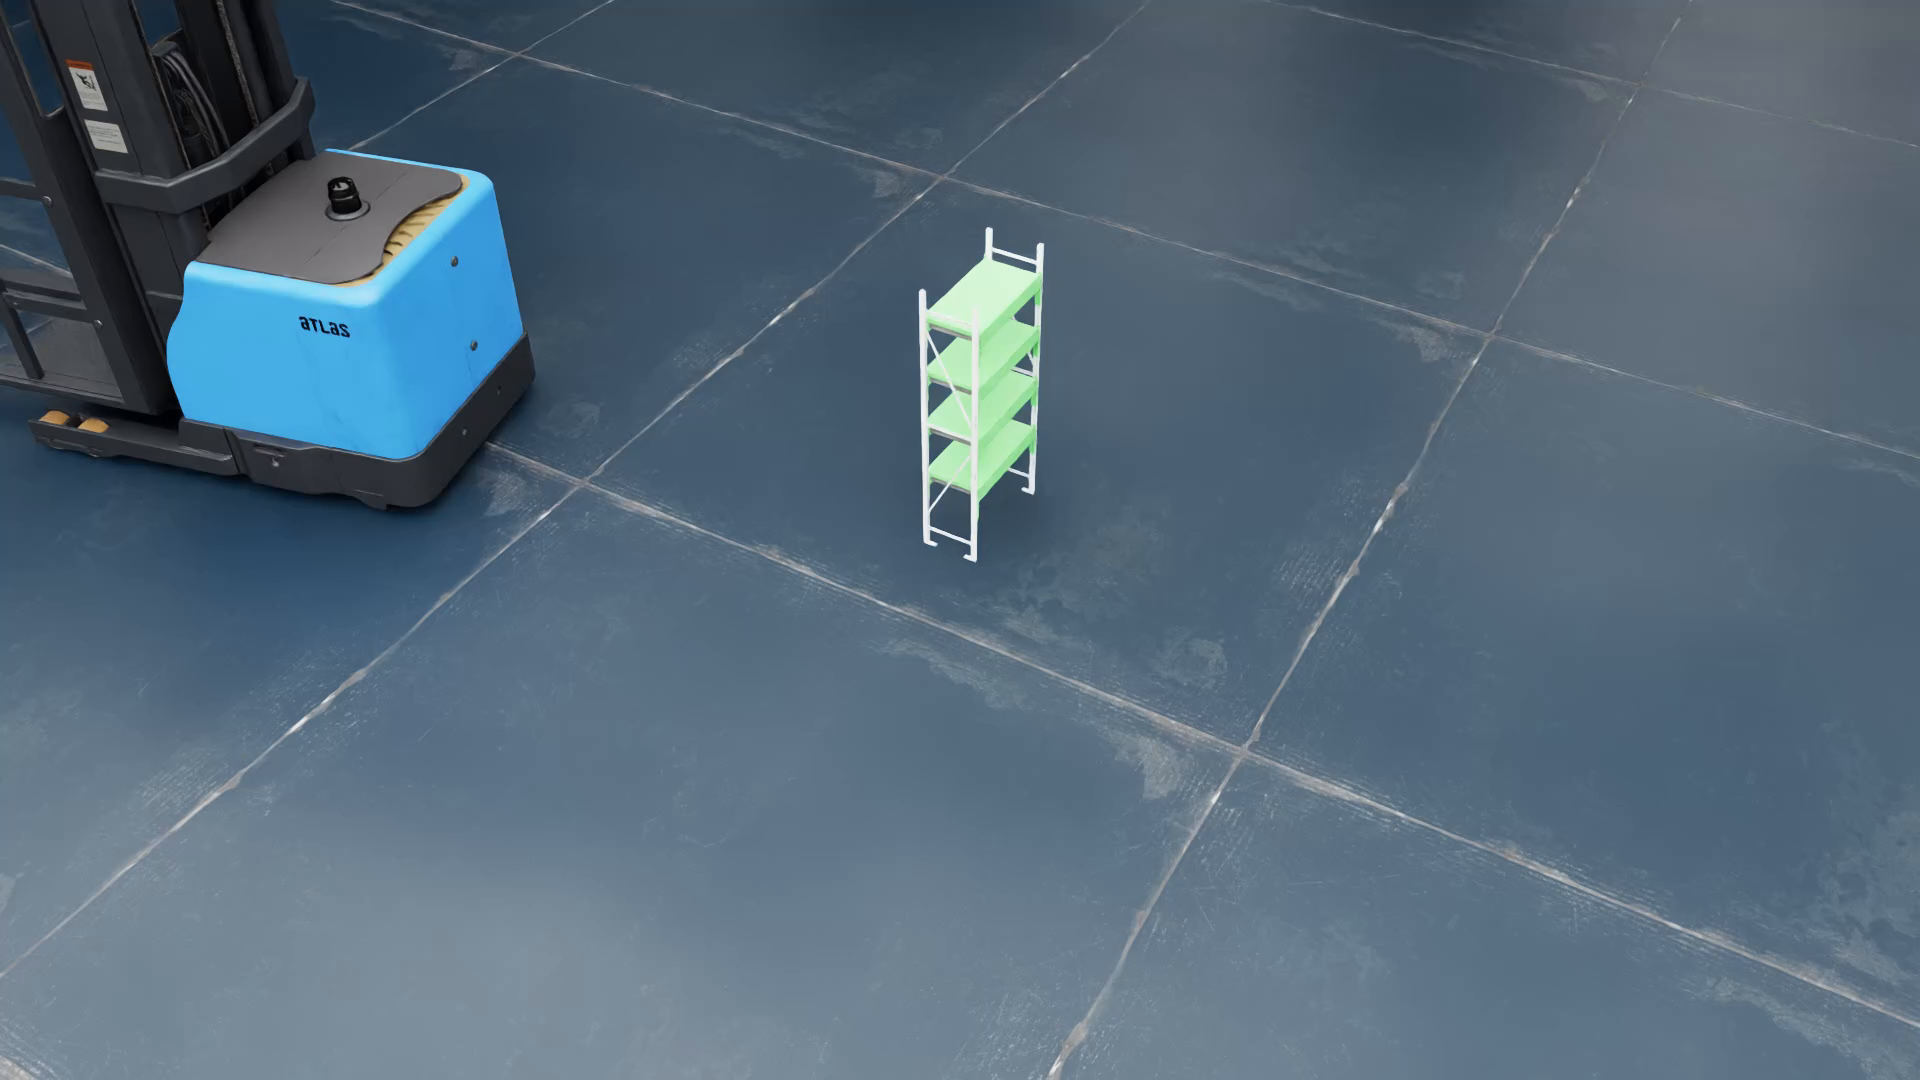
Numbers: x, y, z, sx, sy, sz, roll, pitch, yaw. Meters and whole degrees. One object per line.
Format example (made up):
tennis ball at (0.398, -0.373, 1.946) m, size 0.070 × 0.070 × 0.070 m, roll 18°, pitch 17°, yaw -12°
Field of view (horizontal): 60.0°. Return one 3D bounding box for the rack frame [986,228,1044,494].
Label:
rack frame at (0.205, -0.685, 6.620) m, size 0.240 × 1.200 × 0.015 m, roll 21°, pitch 45°, yaw 22°

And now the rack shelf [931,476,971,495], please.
rack shelf at (0.083, -0.338, 6.643) m, size 0.199 × 0.029 × 0.442 m, roll 21°, pitch 45°, yaw 22°

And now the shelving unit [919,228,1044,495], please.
shelving unit at (0.086, -0.548, 6.465) m, size 0.258 × 1.200 × 0.492 m, roll 21°, pitch 45°, yaw 22°

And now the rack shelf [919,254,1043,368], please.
rack shelf at (0.083, -0.857, 6.186) m, size 0.258 × 0.148 × 0.480 m, roll 21°, pitch 45°, yaw 22°

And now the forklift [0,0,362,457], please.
forklift at (-3.481, -1.781, 6.554) m, size 3.031 × 2.935 × 1.121 m, roll 11°, pitch 43°, yaw 12°

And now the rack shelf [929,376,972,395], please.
rack shelf at (0.083, -0.699, 6.326) m, size 0.199 × 0.029 × 0.442 m, roll 21°, pitch 45°, yaw 22°
